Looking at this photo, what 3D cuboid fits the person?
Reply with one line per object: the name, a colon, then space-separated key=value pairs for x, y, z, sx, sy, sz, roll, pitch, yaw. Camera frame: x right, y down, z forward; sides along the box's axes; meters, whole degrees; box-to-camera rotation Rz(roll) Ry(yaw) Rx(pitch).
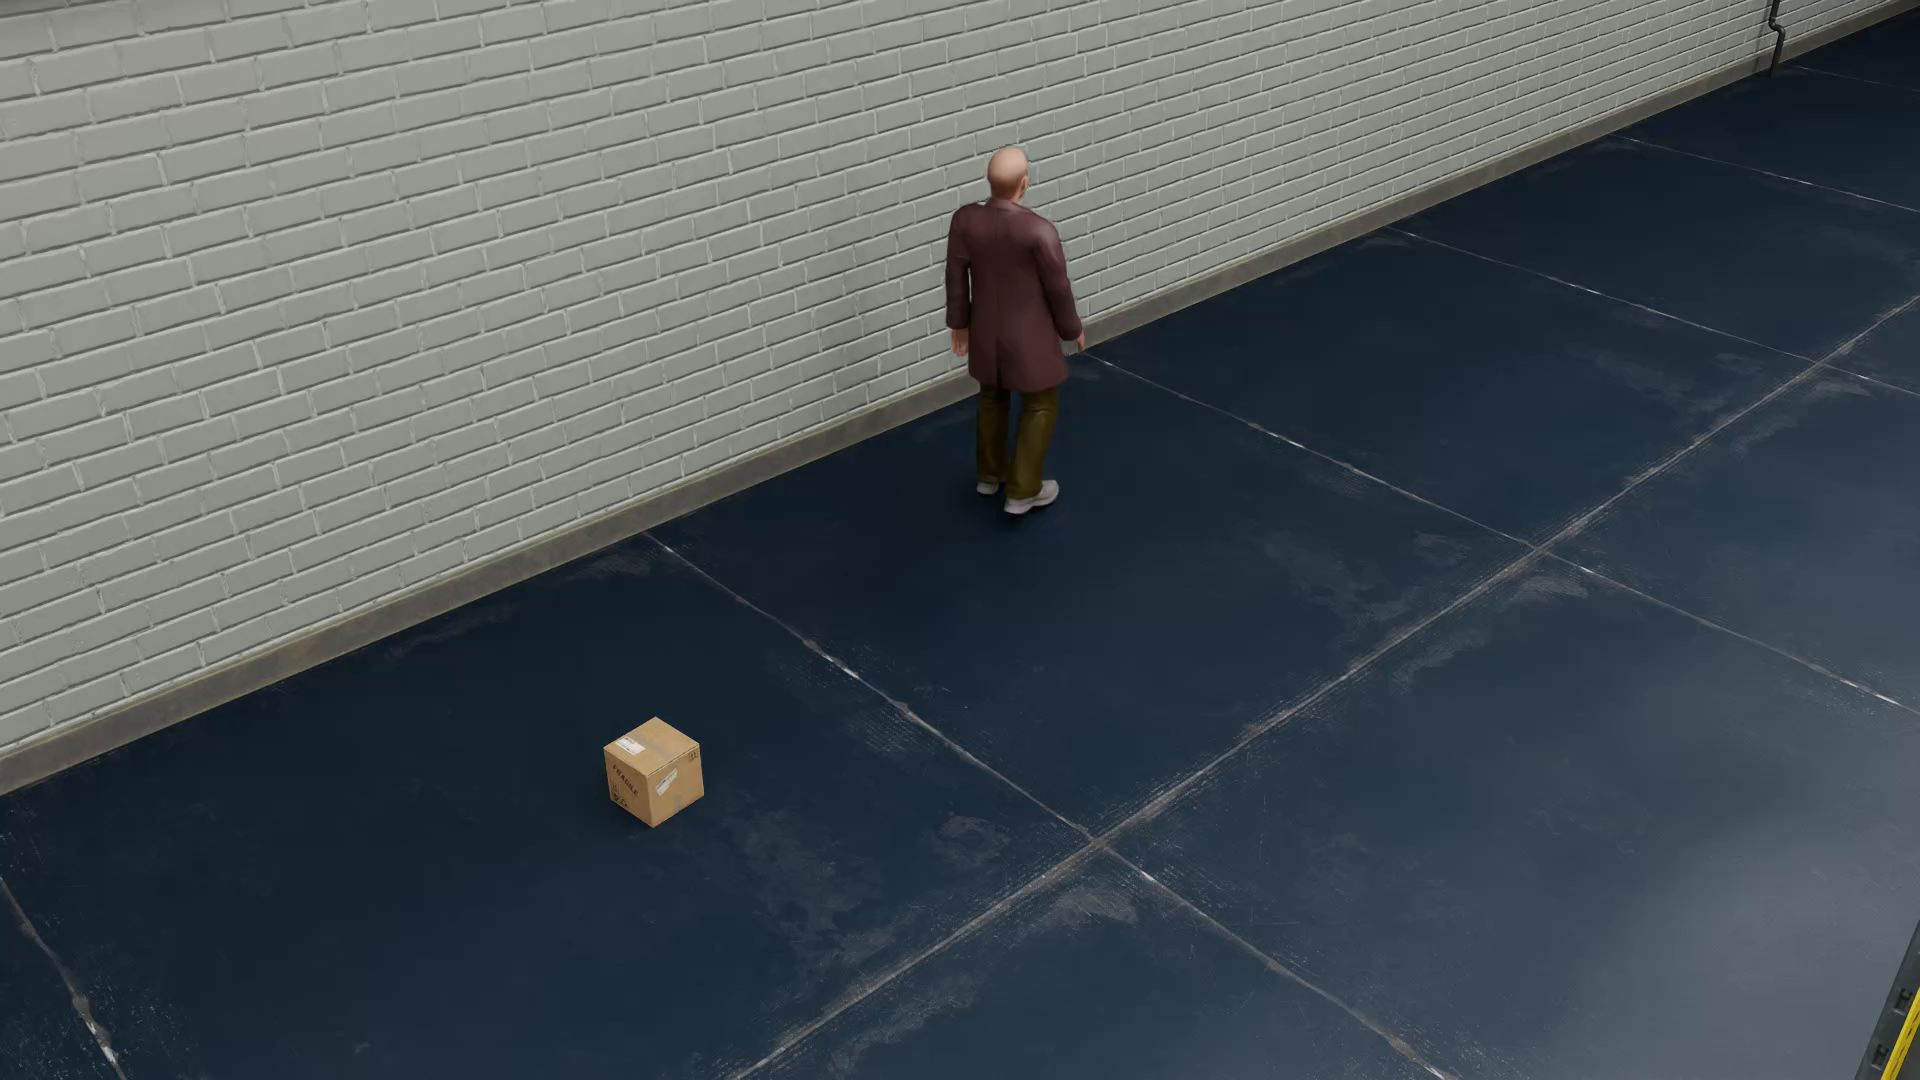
person: x=0.274 y=-0.980 z=7.734 sx=0.635 sy=1.791 sz=0.523 roll=18 pitch=36 yaw=27
